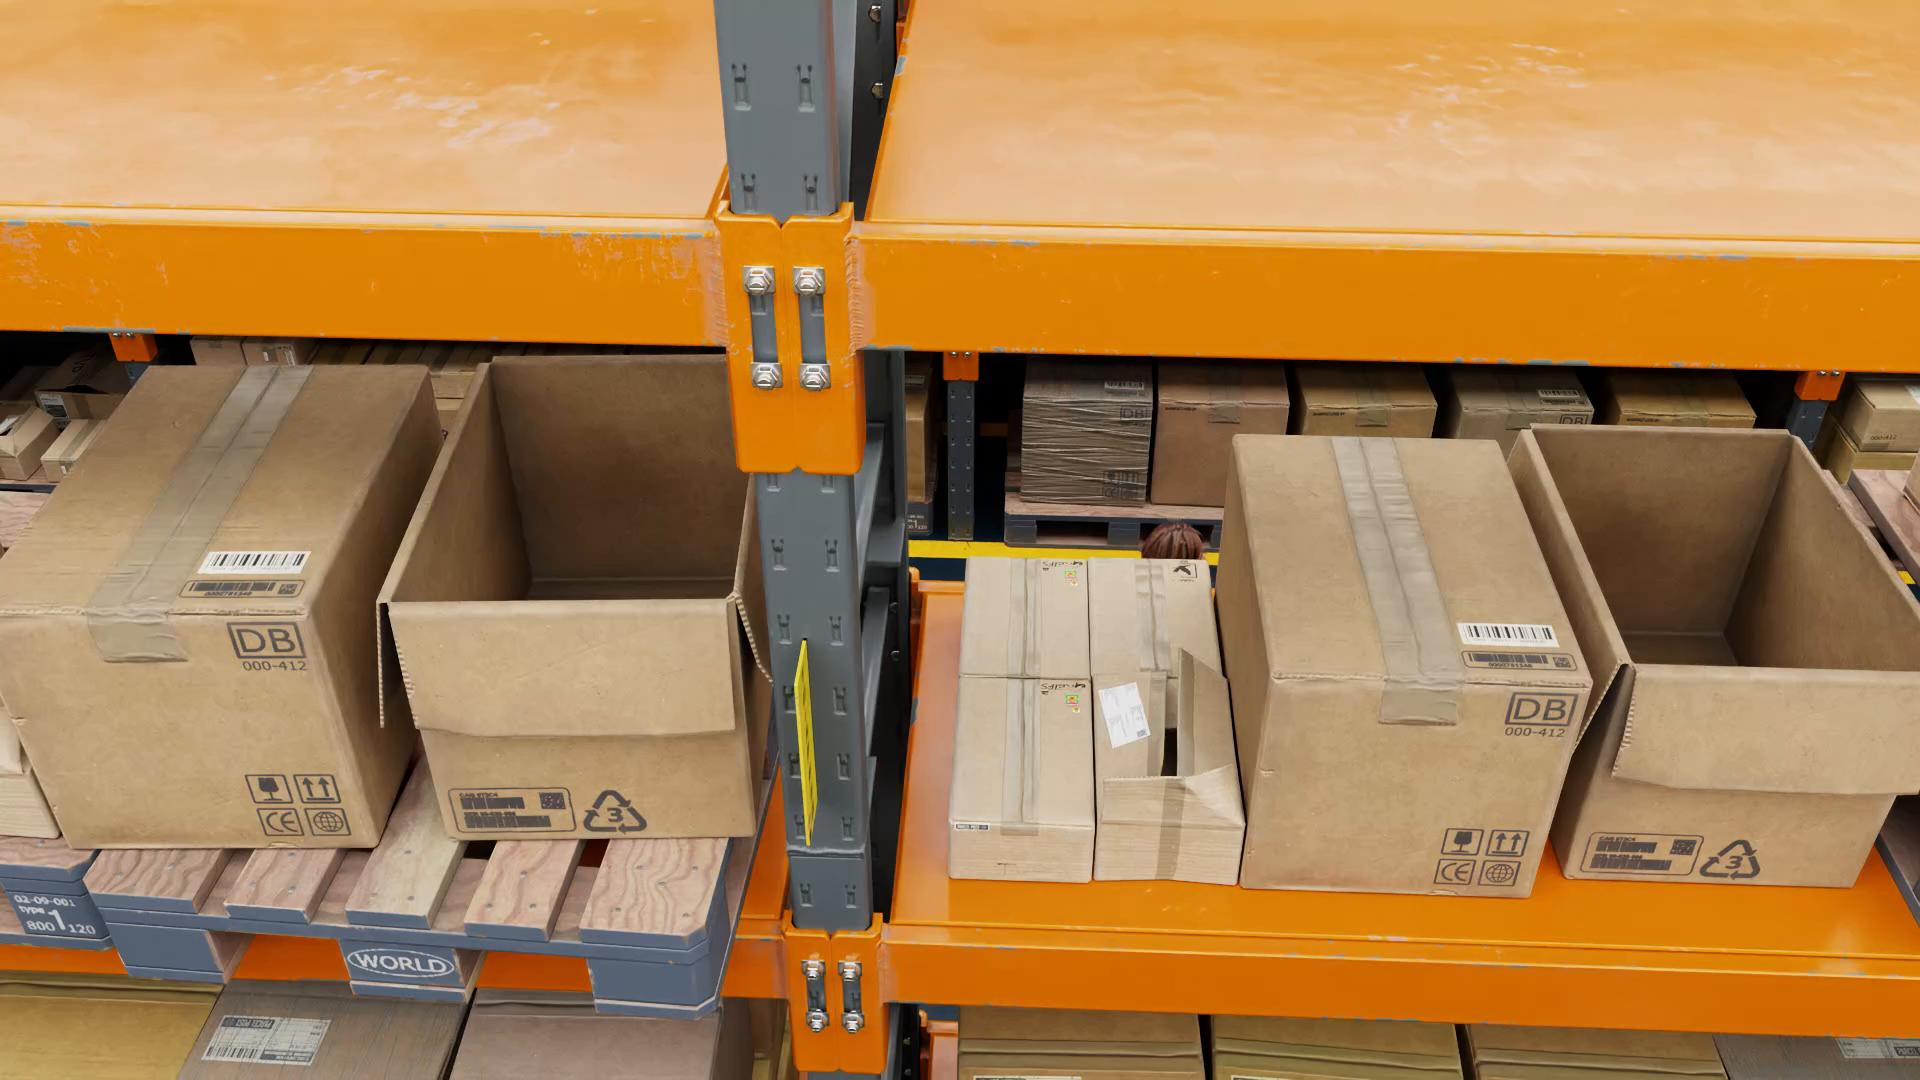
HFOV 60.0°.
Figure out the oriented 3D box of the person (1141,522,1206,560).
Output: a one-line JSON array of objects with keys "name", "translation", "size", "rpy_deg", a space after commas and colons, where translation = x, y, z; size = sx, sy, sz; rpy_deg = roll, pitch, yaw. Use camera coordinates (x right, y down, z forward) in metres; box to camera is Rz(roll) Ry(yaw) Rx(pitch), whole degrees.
[{"name": "person", "translation": [0.783, 0.597, 6.301], "size": [0.327, 1.597, 0.422], "rpy_deg": [2, 36, 3]}]
